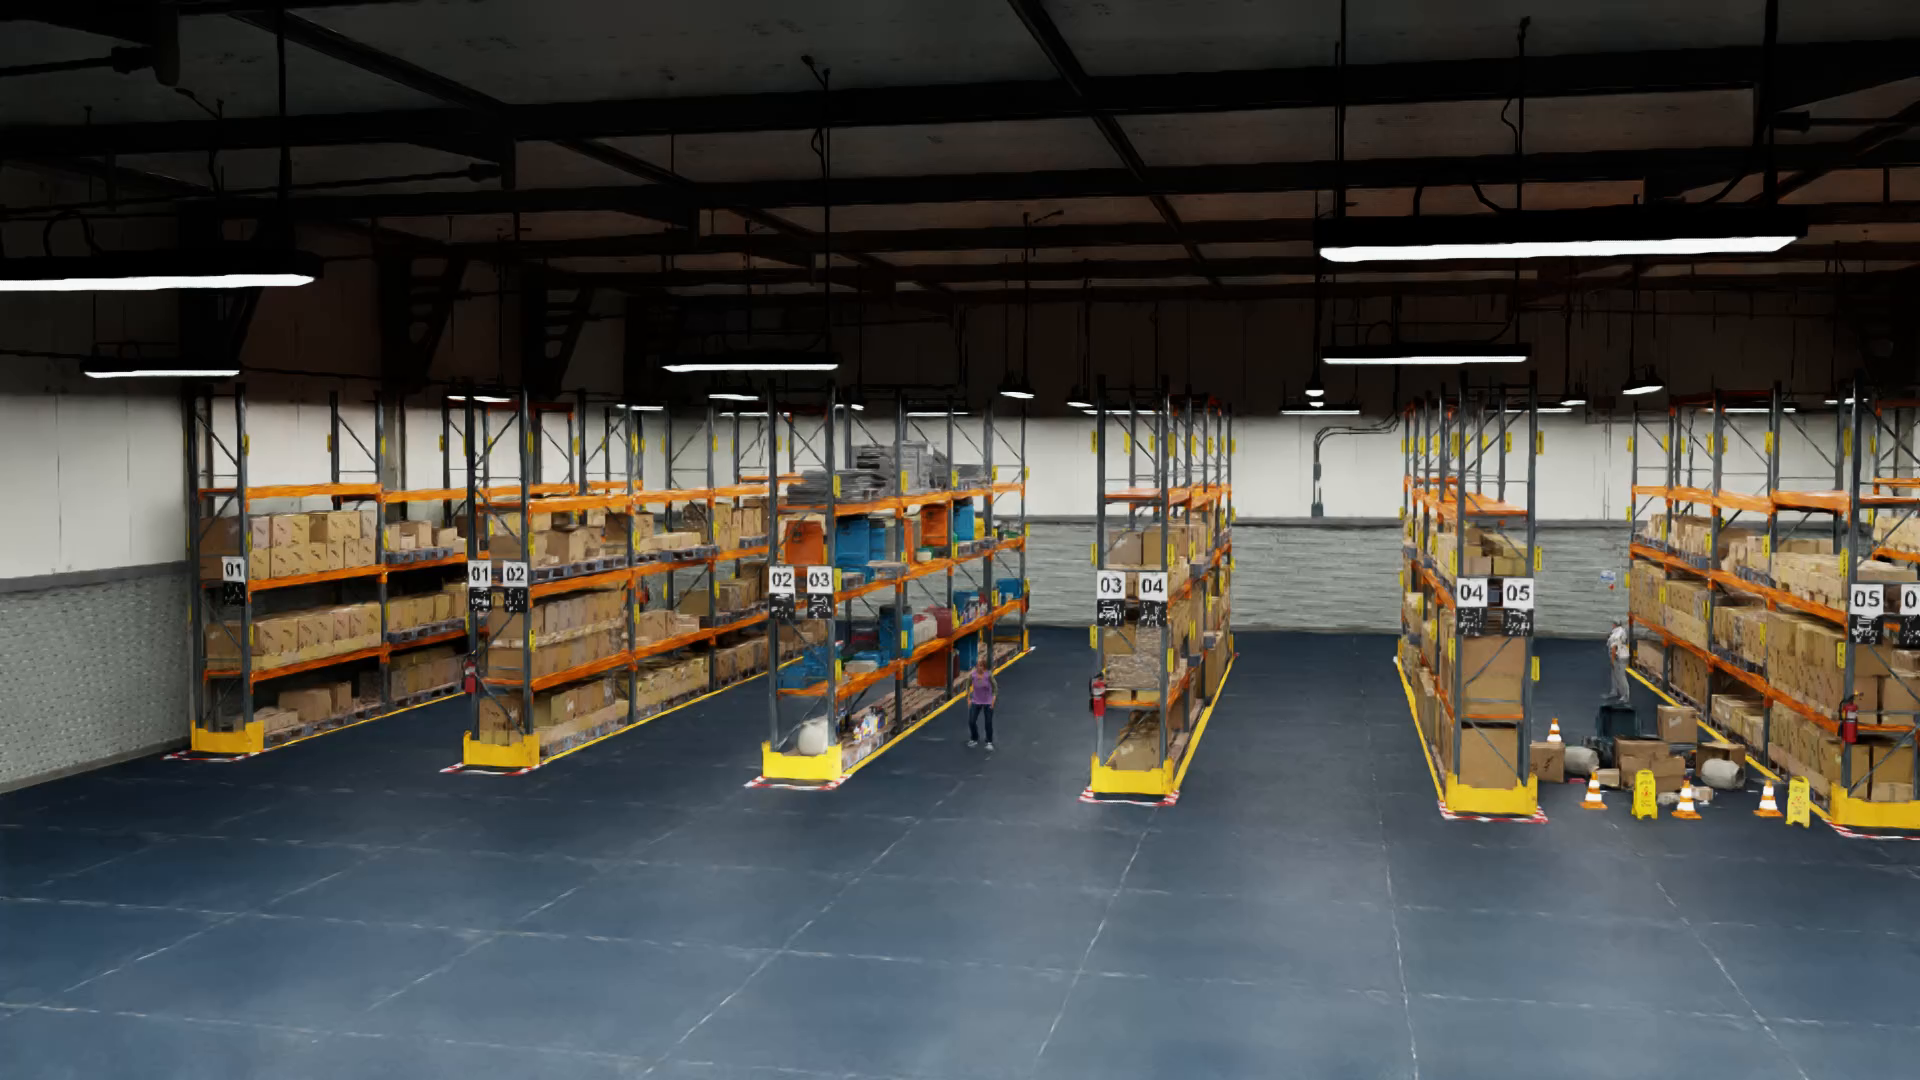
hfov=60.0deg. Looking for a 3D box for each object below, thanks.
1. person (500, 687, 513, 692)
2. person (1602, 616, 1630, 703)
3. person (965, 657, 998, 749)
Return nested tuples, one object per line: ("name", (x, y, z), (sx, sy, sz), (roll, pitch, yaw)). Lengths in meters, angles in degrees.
("person", (-8.151, 2.470, 30.037), (0.495, 1.589, 1.086), (1, 3, 14))
("person", (12.798, 2.308, 32.409), (0.573, 1.655, 0.617), (2, 4, 33))
("person", (0.355, 2.674, 27.347), (0.566, 1.541, 0.519), (1, 3, 11))
